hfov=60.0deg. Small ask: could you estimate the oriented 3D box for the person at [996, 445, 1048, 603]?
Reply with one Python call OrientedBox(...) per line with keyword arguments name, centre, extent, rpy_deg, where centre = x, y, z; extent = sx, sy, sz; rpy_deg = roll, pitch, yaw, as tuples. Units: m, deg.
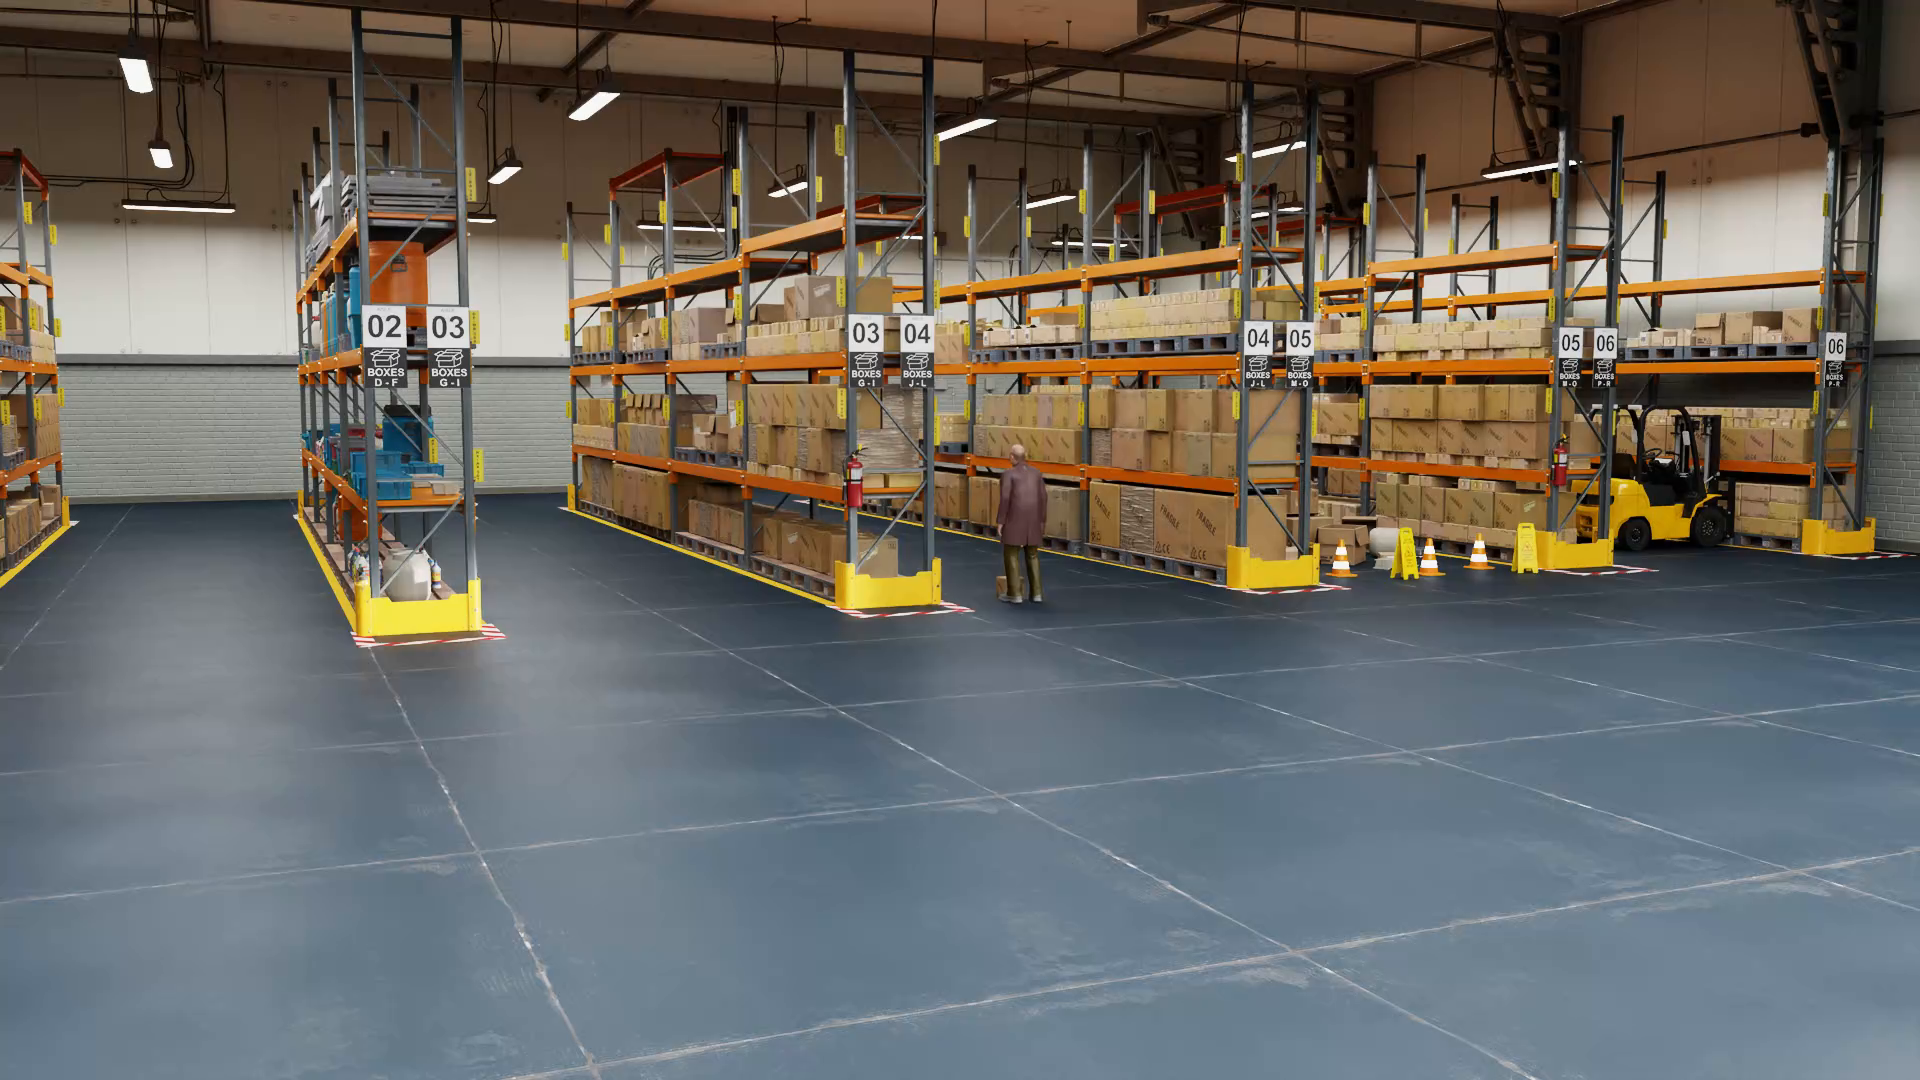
OrientedBox(name="person", centre=(0.687, -0.186, 18.726), extent=(0.640, 1.772, 0.428), rpy_deg=(-3, 6, -27))
